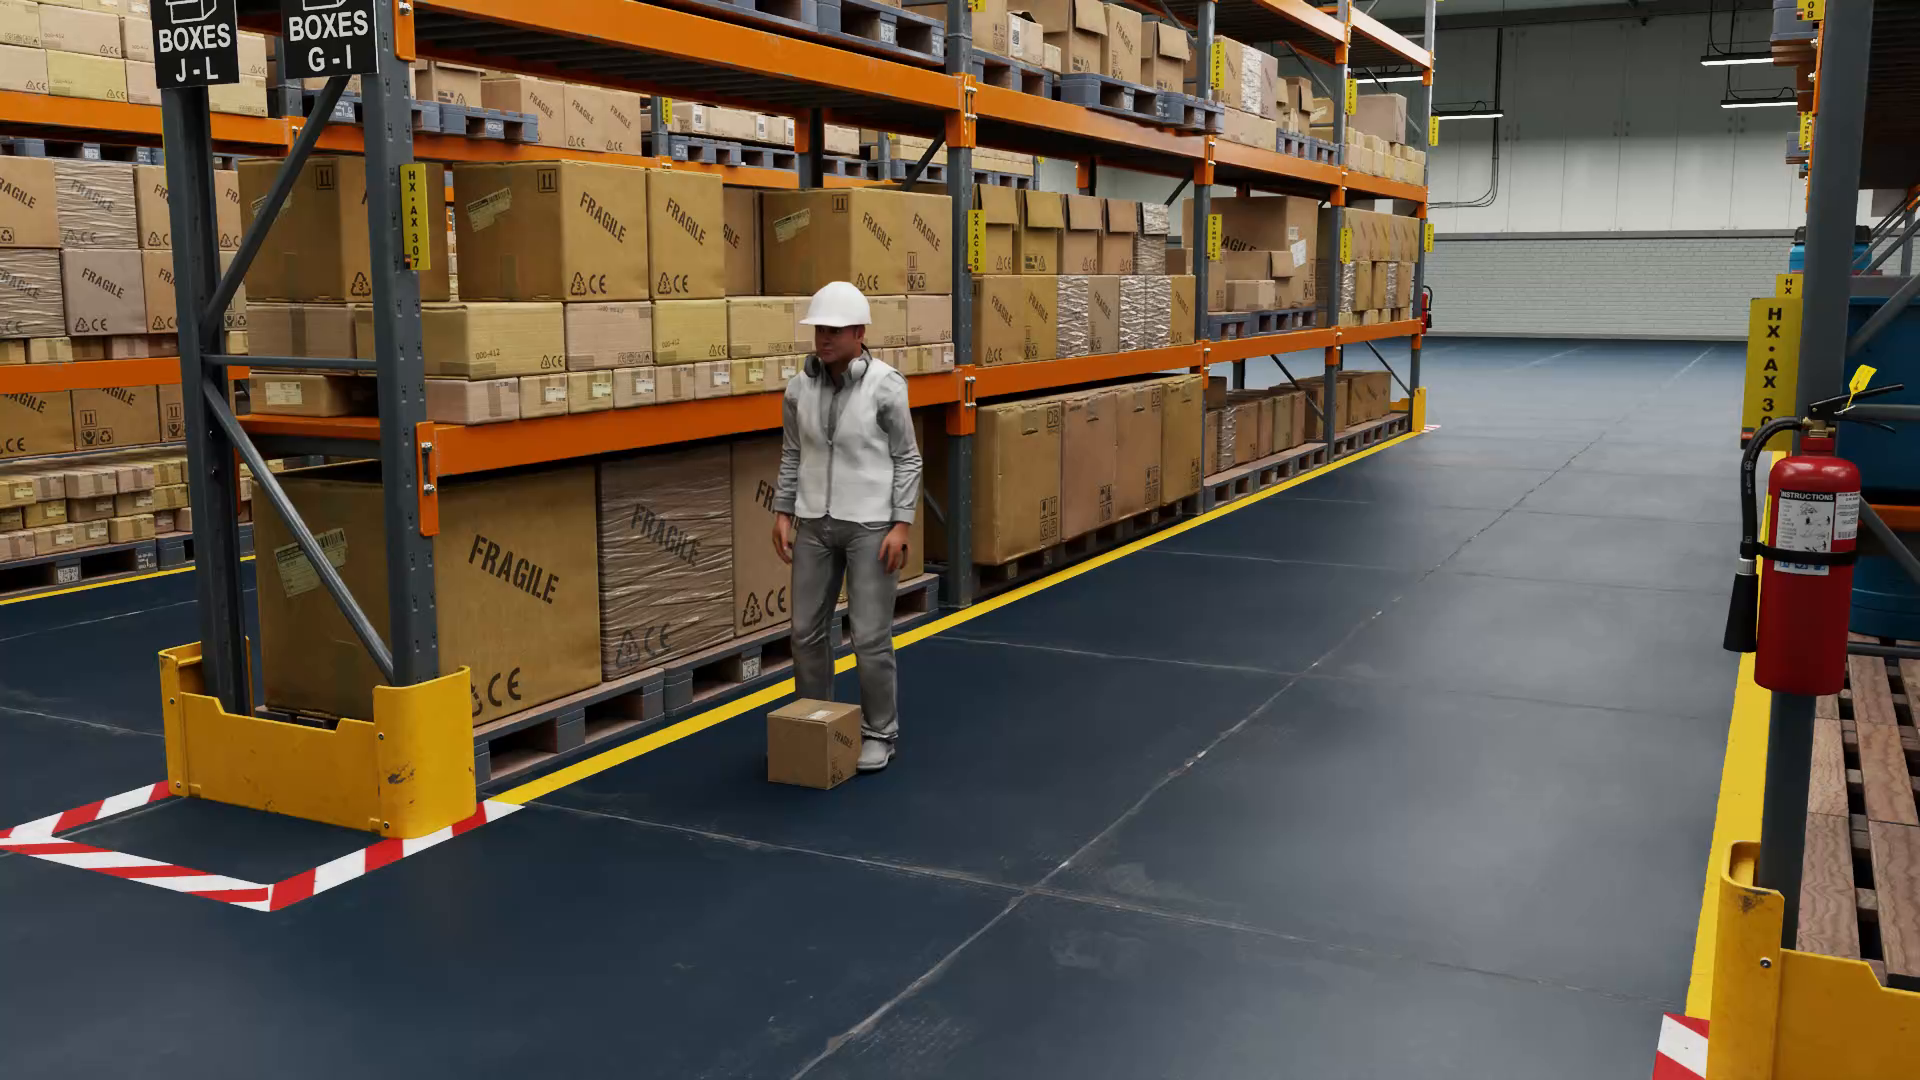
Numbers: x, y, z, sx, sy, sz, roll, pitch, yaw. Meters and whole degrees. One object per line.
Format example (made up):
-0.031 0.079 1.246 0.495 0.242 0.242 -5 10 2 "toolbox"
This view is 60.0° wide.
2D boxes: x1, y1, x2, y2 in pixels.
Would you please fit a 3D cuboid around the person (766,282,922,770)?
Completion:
-0.421 -0.053 6.121 0.580 1.769 0.460 4 10 26 "person"
